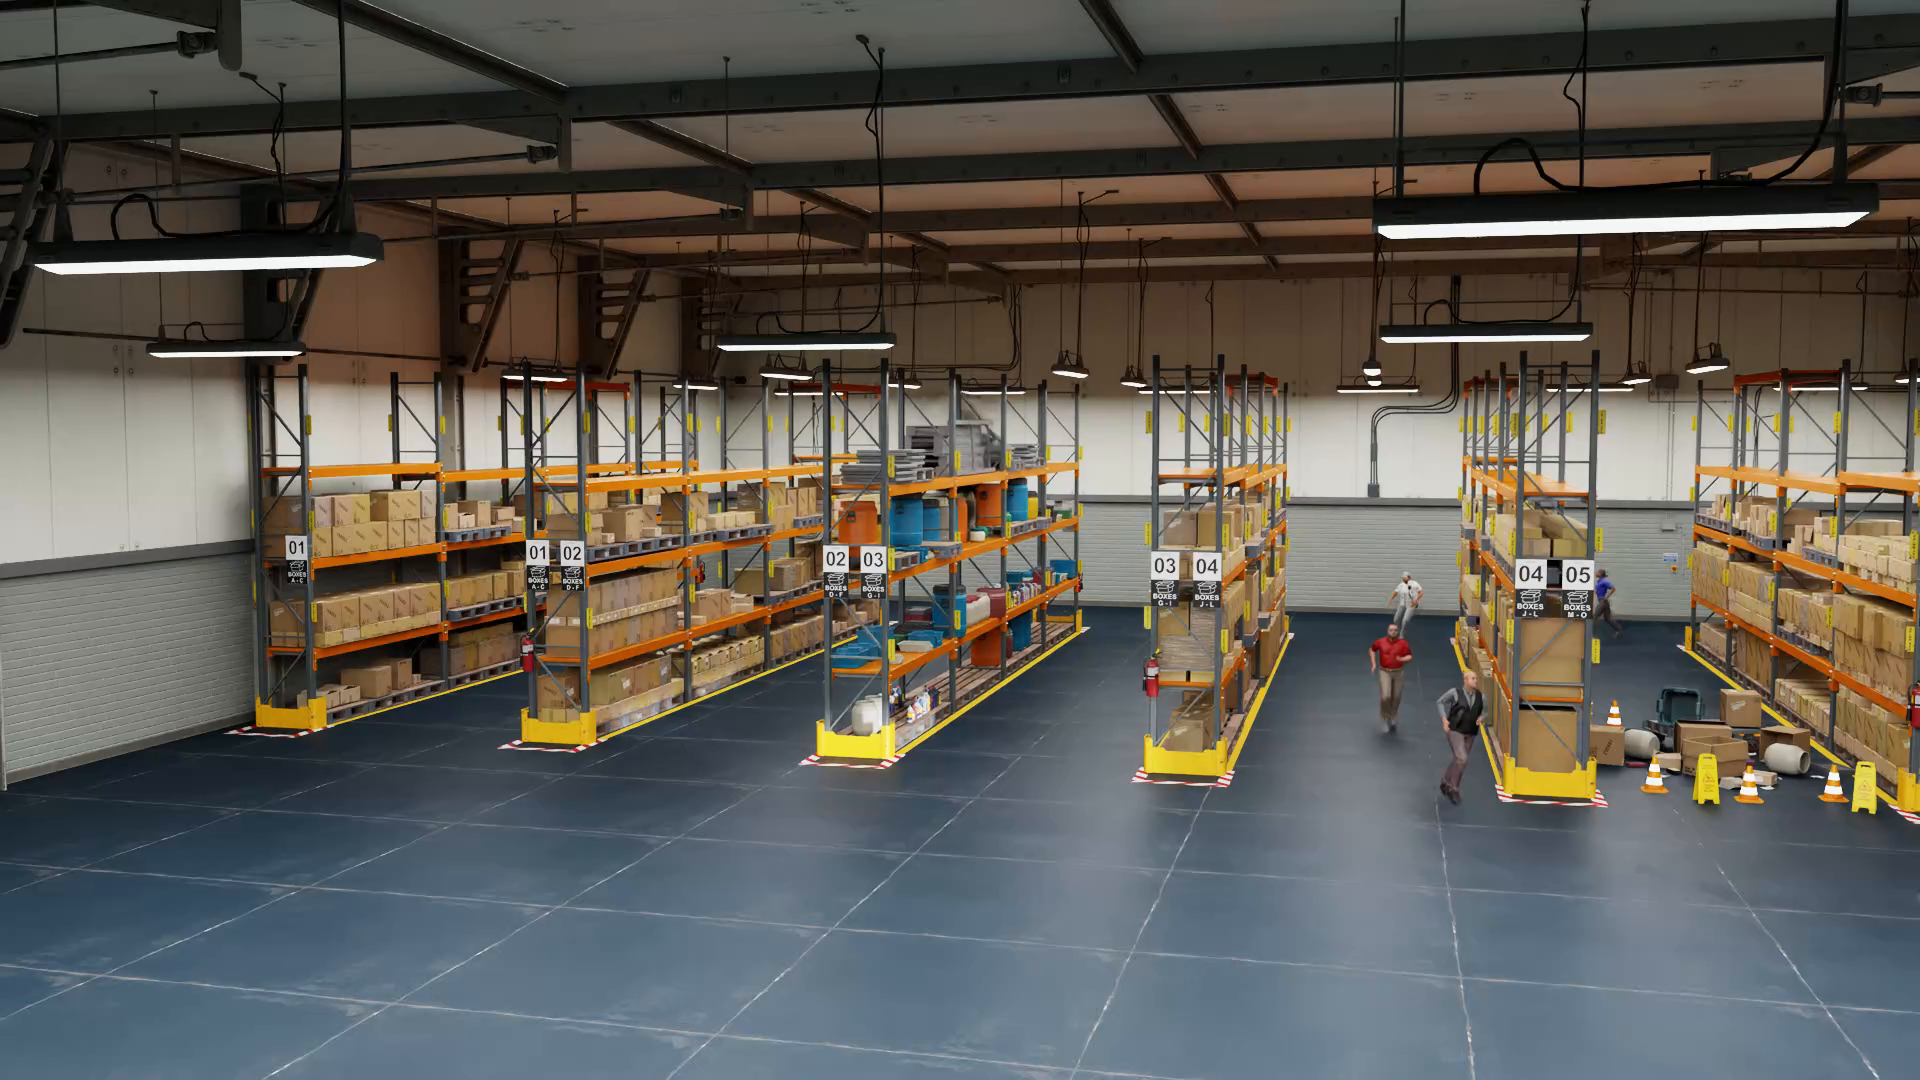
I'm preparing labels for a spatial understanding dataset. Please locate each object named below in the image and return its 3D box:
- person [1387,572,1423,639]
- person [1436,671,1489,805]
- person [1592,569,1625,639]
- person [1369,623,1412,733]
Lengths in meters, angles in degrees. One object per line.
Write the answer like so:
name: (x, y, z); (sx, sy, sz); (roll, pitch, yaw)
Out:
person: (10.269, 1.534, 38.623); (0.667, 1.621, 0.878); (-4, 6, -45)
person: (6.751, 2.625, 22.259); (0.629, 1.754, 0.697); (-1, 4, -16)
person: (14.984, 1.522, 38.588); (0.894, 1.701, 0.589); (1, 4, 16)
person: (7.085, 2.222, 27.301); (0.633, 1.700, 0.747); (0, 4, 3)
